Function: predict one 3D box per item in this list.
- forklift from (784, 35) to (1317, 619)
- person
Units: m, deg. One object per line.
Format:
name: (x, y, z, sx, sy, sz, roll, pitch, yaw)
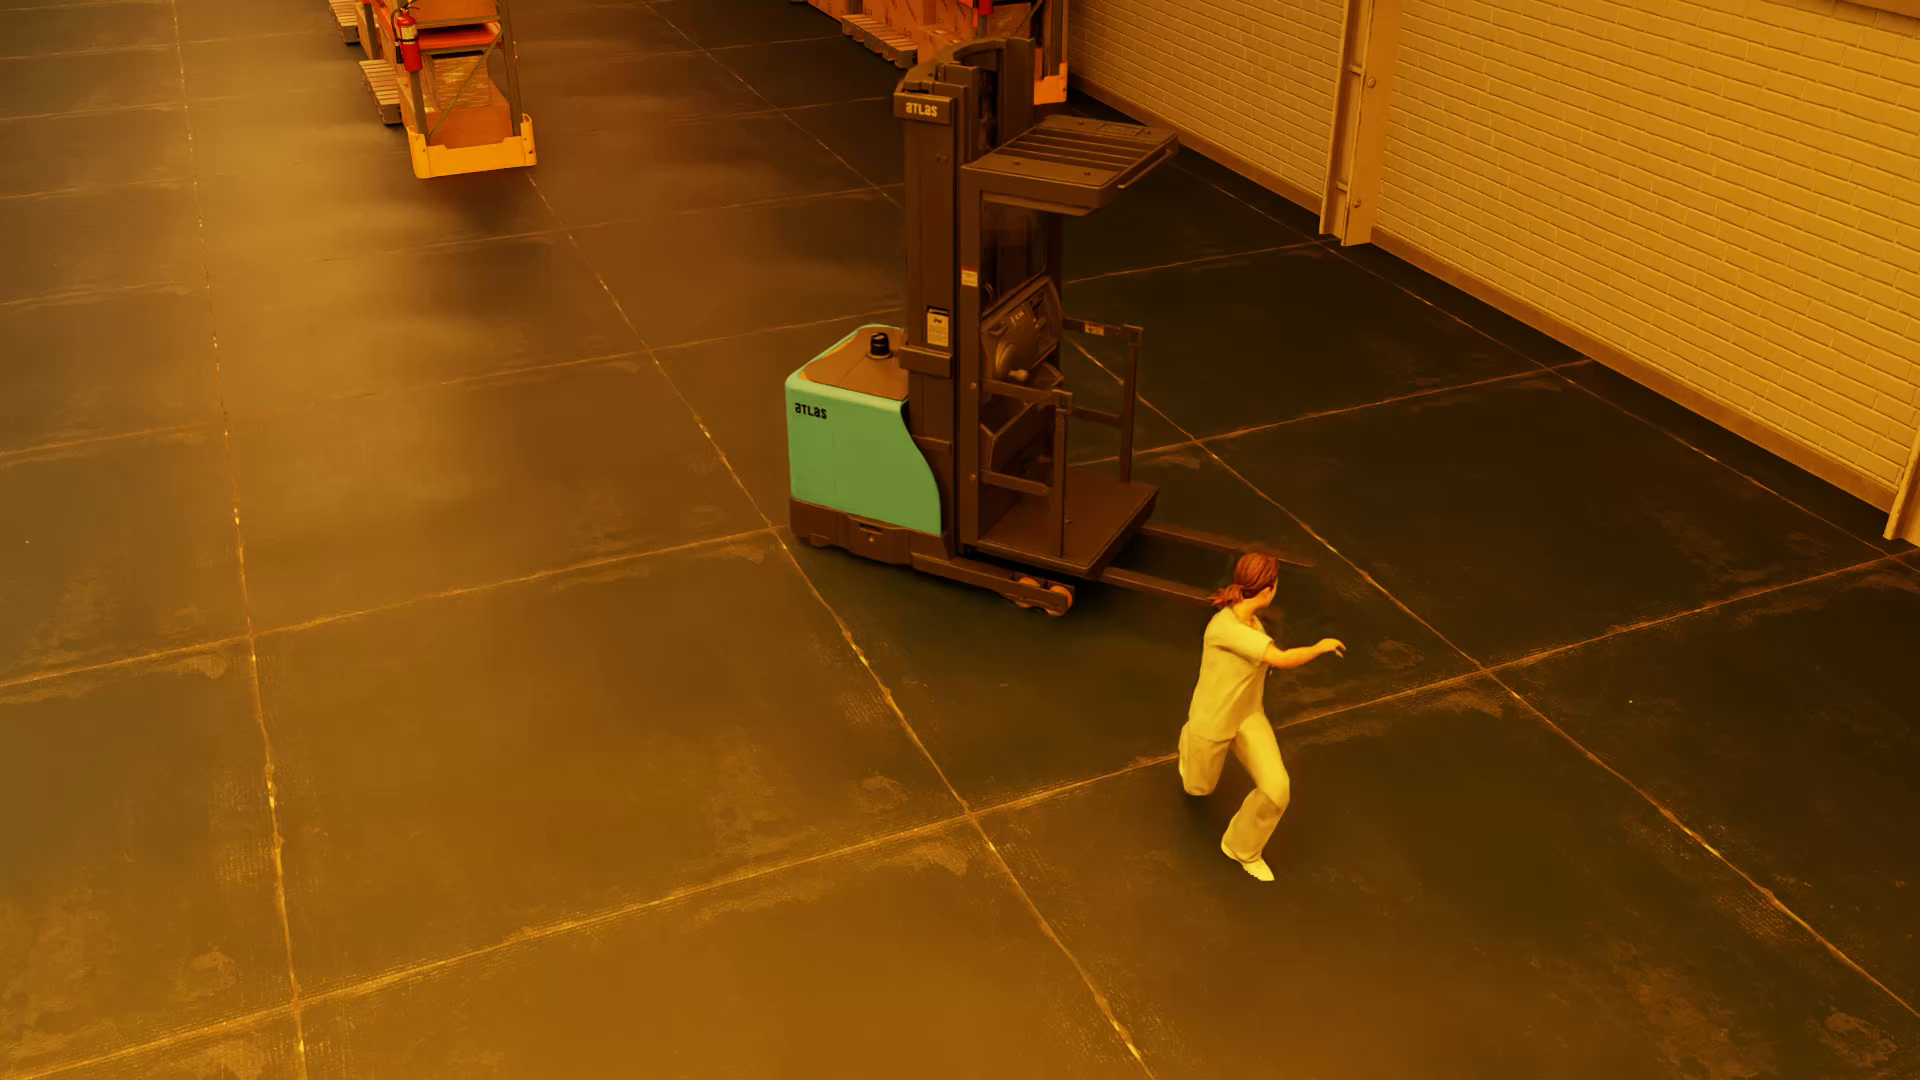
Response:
forklift: (0.523, -1.148, 9.128, 3.031, 2.935, 1.130, 14, 33, 23)
person: (1.312, 0.701, 7.488, 0.684, 1.436, 0.947, -14, 33, -23)
